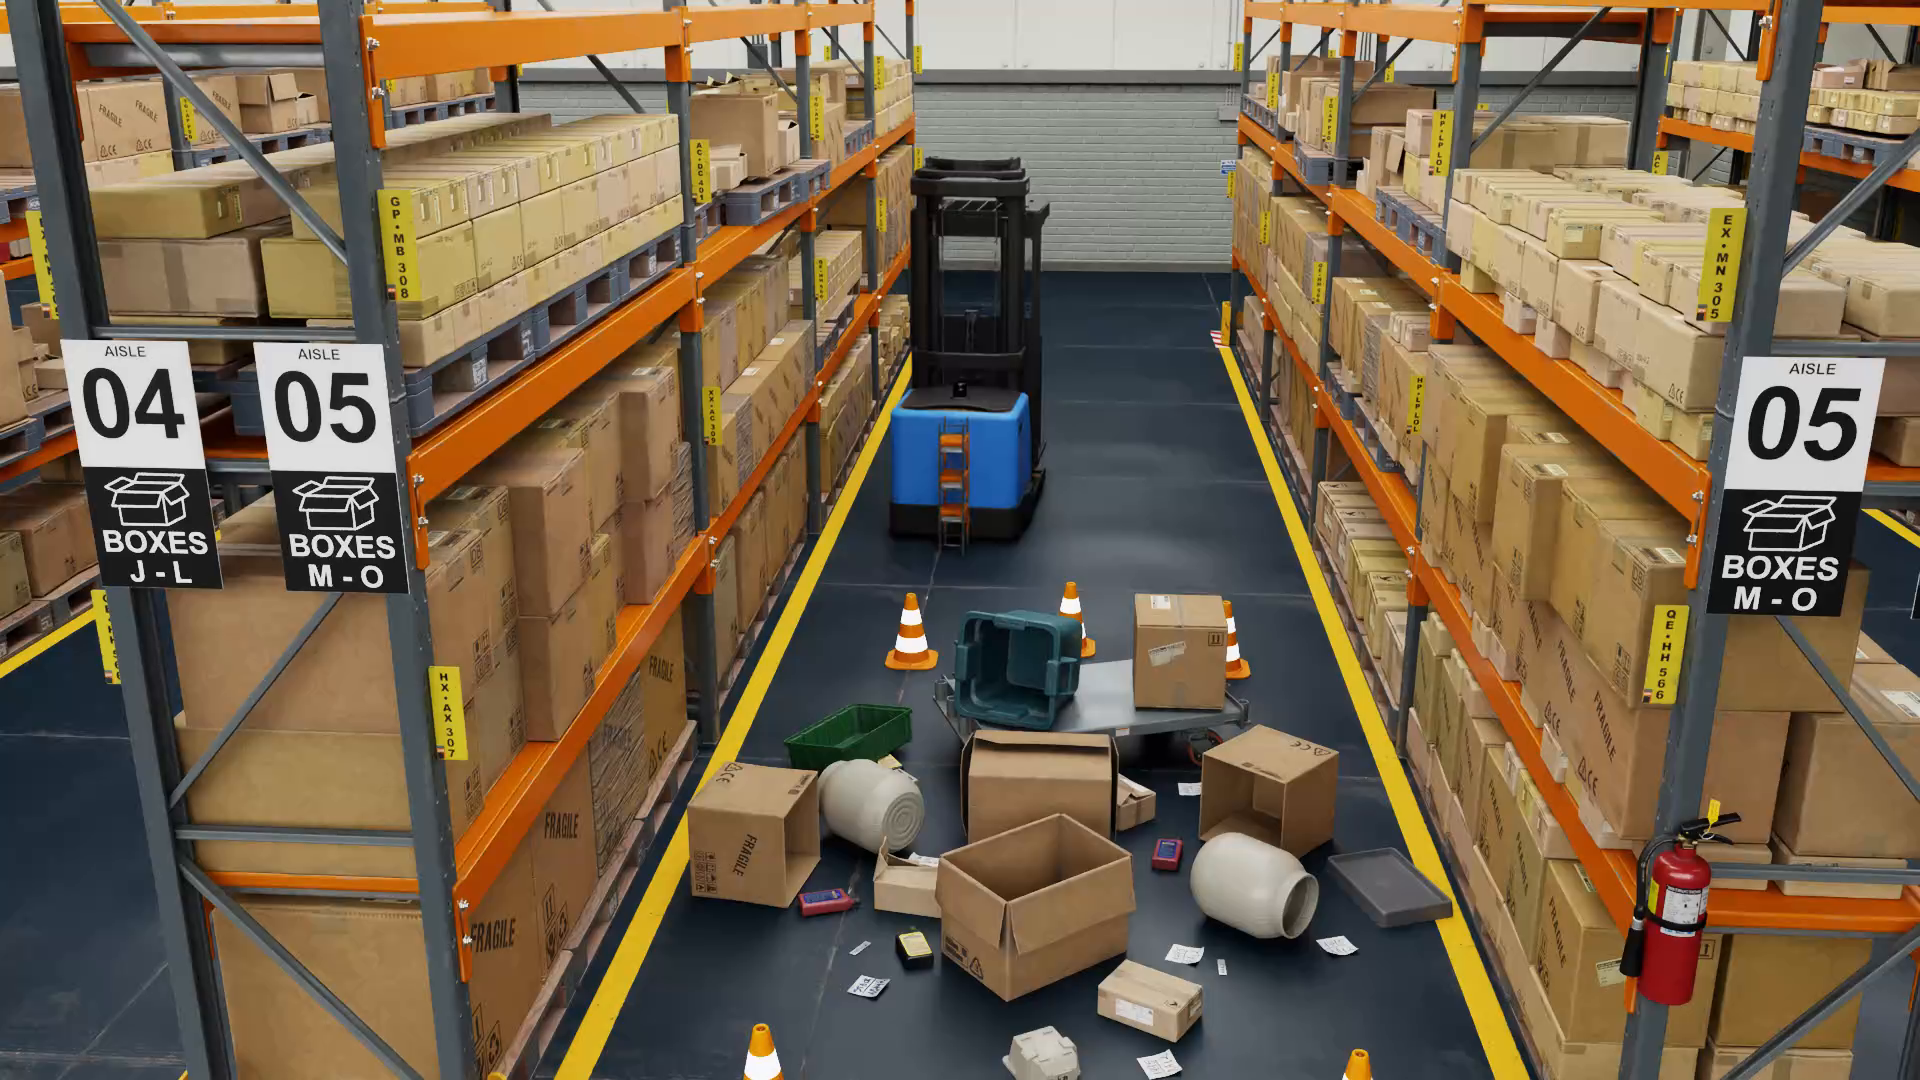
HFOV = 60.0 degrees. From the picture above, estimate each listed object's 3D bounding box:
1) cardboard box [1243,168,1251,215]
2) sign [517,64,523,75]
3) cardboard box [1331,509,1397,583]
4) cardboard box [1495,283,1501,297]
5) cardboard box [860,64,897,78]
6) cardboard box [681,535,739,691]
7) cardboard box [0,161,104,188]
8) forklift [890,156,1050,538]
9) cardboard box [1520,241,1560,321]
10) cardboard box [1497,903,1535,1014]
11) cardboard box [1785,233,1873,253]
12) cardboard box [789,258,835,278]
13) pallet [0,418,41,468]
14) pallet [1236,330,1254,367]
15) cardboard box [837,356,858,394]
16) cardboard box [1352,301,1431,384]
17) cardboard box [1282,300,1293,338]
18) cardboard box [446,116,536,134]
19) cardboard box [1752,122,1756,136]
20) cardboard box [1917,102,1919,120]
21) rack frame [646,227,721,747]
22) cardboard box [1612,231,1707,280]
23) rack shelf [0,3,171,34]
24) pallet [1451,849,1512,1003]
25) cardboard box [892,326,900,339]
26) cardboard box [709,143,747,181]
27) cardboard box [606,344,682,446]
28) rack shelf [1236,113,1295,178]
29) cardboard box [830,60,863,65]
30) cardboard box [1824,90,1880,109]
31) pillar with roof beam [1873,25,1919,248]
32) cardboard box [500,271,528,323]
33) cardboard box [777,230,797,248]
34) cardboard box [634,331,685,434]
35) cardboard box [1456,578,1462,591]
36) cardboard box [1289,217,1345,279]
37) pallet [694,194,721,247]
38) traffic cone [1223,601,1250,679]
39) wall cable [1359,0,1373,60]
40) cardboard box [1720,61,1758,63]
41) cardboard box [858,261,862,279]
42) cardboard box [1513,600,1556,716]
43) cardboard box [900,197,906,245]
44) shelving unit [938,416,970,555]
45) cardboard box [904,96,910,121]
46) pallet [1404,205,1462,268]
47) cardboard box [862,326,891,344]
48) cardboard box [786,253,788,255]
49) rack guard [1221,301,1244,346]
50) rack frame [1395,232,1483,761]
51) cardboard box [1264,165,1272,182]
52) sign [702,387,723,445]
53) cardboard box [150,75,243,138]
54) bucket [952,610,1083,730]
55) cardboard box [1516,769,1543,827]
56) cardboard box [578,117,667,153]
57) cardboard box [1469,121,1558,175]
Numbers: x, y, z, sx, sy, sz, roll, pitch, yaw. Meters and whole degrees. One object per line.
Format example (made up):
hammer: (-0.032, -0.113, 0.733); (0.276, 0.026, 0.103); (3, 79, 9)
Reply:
cardboard box: (3.507, -3.953, 18.904); (0.500, 0.500, 0.500); (1, 18, 3)
sign: (-5.459, -5.907, 20.522); (0.100, 0.325, 0.005); (1, 18, 4)
cardboard box: (3.216, 0.044, 12.016); (0.950, 0.372, 0.625); (1, 18, 3)
cardboard box: (2.776, -1.222, 7.922); (0.380, 0.149, 0.250); (1, 18, 4)
cardboard box: (-0.914, -5.248, 18.601); (0.380, 0.149, 0.250); (2, 18, 5)
cardboard box: (-1.965, 0.428, 10.237); (1.050, 0.750, 0.750); (1, 18, 4)
cardboard box: (-6.423, -2.521, 11.724); (0.500, 0.250, 0.500); (2, 18, 5)
forklift: (0.169, -1.827, 14.293); (1.130, 2.935, 3.031); (3, 18, 8)
cardboard box: (2.609, -1.060, 6.785); (0.500, 0.250, 0.500); (1, 18, 4)
cardboard box: (2.573, 1.765, 6.962); (0.500, 0.250, 0.500); (1, 18, 4)
cardboard box: (3.063, -1.026, 6.042); (0.380, 0.149, 0.250); (1, 18, 4)
cardboard box: (-1.314, -2.399, 14.700); (0.380, 0.149, 0.250); (2, 18, 6)
pallet: (-6.660, -0.531, 10.535); (1.003, 0.211, 1.213); (1, 18, 4)
pallet: (3.906, -2.319, 20.161); (1.003, 0.211, 1.213); (1, 18, 4)
cardboard box: (-1.222, -1.538, 15.436); (0.500, 0.250, 0.500); (0, 18, 1)
cardboard box: (2.987, -1.336, 11.371); (0.500, 0.500, 0.500); (2, 18, 5)
cardboard box: (3.170, -1.975, 14.874); (0.500, 0.250, 0.500); (1, 18, 3)
cardboard box: (-2.302, -1.993, 8.160); (0.380, 0.149, 0.250); (1, 18, 3)
cardboard box: (8.351, -4.202, 17.015); (0.380, 0.149, 0.250); (1, 18, 4)
cardboard box: (8.085, -3.501, 13.596); (0.380, 0.149, 0.250); (1, 18, 4)
rack frame: (-1.920, -0.246, 9.357); (1.000, 3.000, 0.127); (1, 18, 4)
cardboard box: (2.619, -1.034, 6.066); (0.380, 0.149, 0.250); (1, 18, 4)
rack shelf: (-6.716, -3.328, 10.927); (1.077, 0.370, 4.000); (1, 18, 4)
pallet: (2.927, 1.747, 7.752); (1.003, 0.211, 1.213); (1, 18, 4)
cardboard box: (-0.909, -2.387, 19.318); (0.380, 0.149, 0.250); (2, 18, 7)
cardboard box: (-1.574, -2.431, 10.589); (0.396, 0.266, 0.258); (1, 18, 4)
cardboard box: (-1.981, -0.717, 8.818); (0.875, 0.550, 0.550); (1, 18, 4)
rack shelf: (3.742, -4.356, 18.239); (1.077, 0.370, 4.000); (1, 18, 4)
cardboard box: (-1.346, -5.580, 19.616); (0.380, 0.149, 0.250); (2, 18, 6)
cardboard box: (8.082, -3.991, 15.060); (0.380, 0.149, 0.250); (1, 18, 3)
pillar with roof beam: (5.204, -5.685, 16.322); (9.100, 9.000, 0.400); (1, 18, 4)
cardboard box: (-1.809, -0.892, 6.079); (0.380, 0.149, 0.250); (1, 18, 4)
cardboard box: (-1.833, -2.982, 16.479); (0.380, 0.149, 0.250); (2, 18, 7)
cardboard box: (-1.890, -0.923, 9.657); (0.700, 0.500, 0.500); (1, 18, 3)
cardboard box: (2.727, 0.206, 8.381); (0.380, 0.149, 0.250); (1, 18, 4)
cardboard box: (3.202, -2.569, 14.680); (0.500, 0.500, 0.500); (1, 18, 3)
pallet: (-1.903, -1.867, 9.792); (0.805, 0.209, 1.217); (1, 18, 2)
traffic cone: (1.717, 0.622, 10.782); (0.336, 0.463, 0.334); (1, 18, 4)
wall cable: (7.538, -8.444, 24.681); (2.988, 3.039, 0.133); (1, 18, 4)
cardboard box: (9.083, -5.373, 19.147); (0.500, 0.250, 0.500); (1, 18, 2)
cardboard box: (-1.177, -2.683, 16.524); (0.380, 0.149, 0.250); (1, 18, 3)
cardboard box: (2.582, 0.401, 6.744); (0.500, 0.500, 0.500); (1, 18, 4)
cardboard box: (-0.904, -3.699, 19.257); (0.500, 0.500, 0.500); (1, 18, 4)
shelving unit: (-0.048, -0.425, 13.033); (0.215, 1.050, 0.252); (3, 18, 8)
cardboard box: (-0.858, -5.022, 19.354); (0.500, 0.250, 0.500); (1, 18, 4)
pallet: (3.175, -1.693, 9.256); (1.213, 0.211, 1.003); (1, 18, 4)
cardboard box: (-0.972, -2.283, 18.523); (0.380, 0.149, 0.250); (2, 18, 5)
cardboard box: (-1.868, -2.680, 16.035); (0.380, 0.149, 0.250); (2, 18, 5)
rack guard: (3.887, -2.714, 20.902); (1.175, 0.500, 0.348); (1, 18, 4)
rack frame: (3.025, -0.167, 9.116); (1.000, 3.000, 0.127); (1, 18, 4)
cardboard box: (3.440, -3.900, 17.699); (0.380, 0.149, 0.250); (1, 18, 3)
sign: (-1.366, -0.683, 9.174); (0.100, 0.325, 0.005); (1, 18, 4)
cardboard box: (-6.627, -3.764, 14.441); (0.500, 0.500, 0.500); (2, 18, 7)
bucket: (0.370, 0.681, 9.344); (0.726, 0.611, 0.620); (8, 10, 23)
cardboard box: (2.516, 1.070, 6.837); (0.380, 0.149, 0.250); (2, 18, 5)
cardboard box: (-1.646, -1.979, 8.116); (0.380, 0.149, 0.250); (1, 18, 4)
cardboard box: (2.939, -2.141, 9.087); (0.500, 0.250, 0.500); (2, 18, 5)
